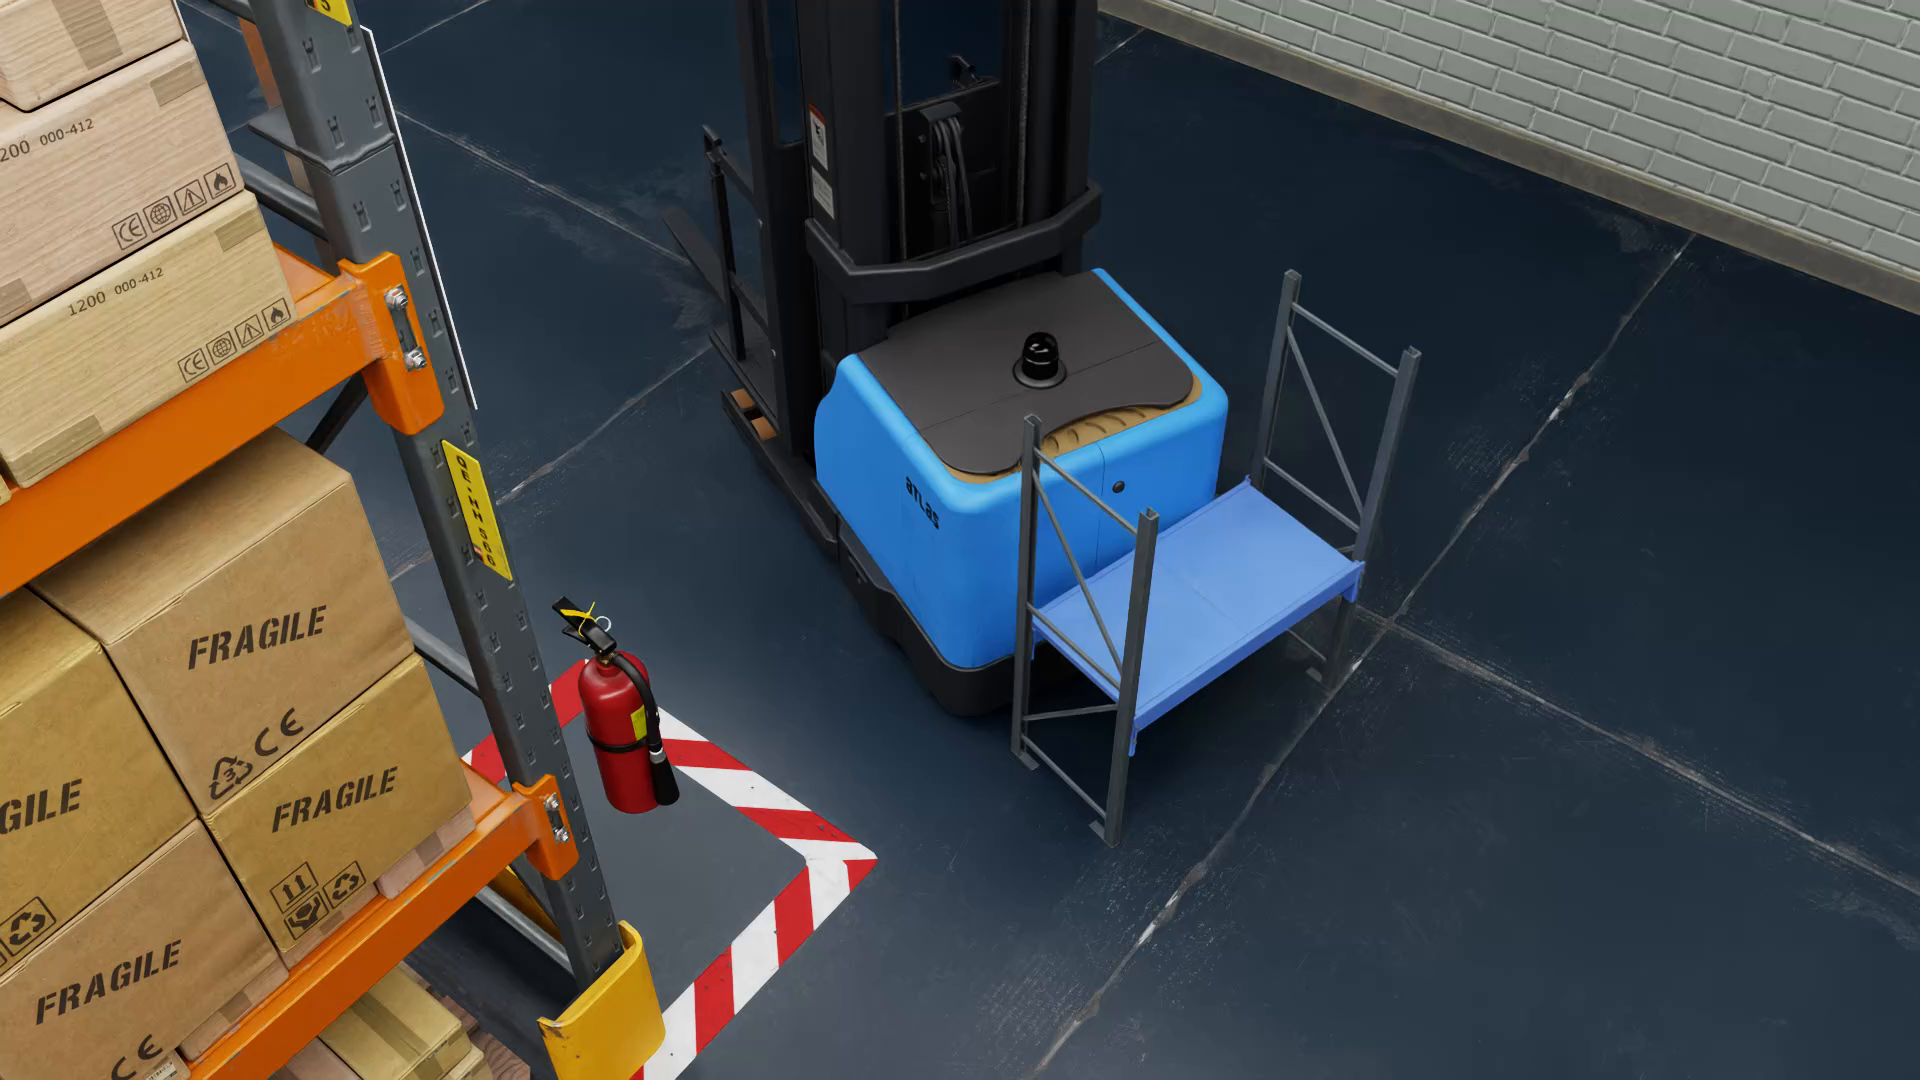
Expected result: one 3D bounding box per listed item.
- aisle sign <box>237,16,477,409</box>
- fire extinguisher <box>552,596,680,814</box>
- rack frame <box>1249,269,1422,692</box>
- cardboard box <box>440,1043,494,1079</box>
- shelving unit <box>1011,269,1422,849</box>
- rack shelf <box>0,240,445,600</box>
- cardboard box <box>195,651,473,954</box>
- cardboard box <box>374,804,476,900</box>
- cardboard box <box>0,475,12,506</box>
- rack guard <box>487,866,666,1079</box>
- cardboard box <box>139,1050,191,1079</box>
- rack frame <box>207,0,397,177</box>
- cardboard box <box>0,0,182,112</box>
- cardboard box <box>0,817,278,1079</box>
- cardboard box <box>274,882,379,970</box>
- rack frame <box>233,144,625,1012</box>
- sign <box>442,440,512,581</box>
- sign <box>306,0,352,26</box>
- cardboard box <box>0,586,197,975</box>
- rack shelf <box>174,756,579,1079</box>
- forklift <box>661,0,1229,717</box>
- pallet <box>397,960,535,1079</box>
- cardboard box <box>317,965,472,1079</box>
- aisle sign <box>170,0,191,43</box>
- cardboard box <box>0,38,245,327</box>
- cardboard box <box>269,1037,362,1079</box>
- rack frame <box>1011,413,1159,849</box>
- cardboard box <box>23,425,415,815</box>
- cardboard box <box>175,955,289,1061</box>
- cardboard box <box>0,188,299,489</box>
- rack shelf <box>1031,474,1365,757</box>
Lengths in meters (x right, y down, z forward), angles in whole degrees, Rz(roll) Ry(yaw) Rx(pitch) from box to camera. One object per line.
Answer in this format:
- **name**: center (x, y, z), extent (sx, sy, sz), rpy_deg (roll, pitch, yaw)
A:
- **aisle sign**: center (-1.074, -0.608, 2.958), extent (0.394, 0.787, 0.004), rpy_deg (29, 53, 25)
- **fire extinguisher**: center (-0.837, 0.415, 4.091), extent (0.296, 0.674, 0.183), rpy_deg (29, 53, 25)
- **rack frame**: center (1.131, -0.140, 5.347), extent (0.032, 1.500, 0.500), rpy_deg (-30, 53, -26)
- **cardboard box**: center (-1.453, 1.364, 4.348), extent (0.380, 0.149, 0.250), rpy_deg (28, 52, 24)
- **shelving unit**: center (0.736, 0.091, 5.126), extent (1.048, 1.500, 0.538), rpy_deg (-30, 53, -26)
- **rack shelf**: center (-2.579, 0.556, 2.068), extent (1.077, 0.370, 4.000), rpy_deg (29, 53, 25)
- **cardboard box**: center (-1.428, 0.433, 3.487), extent (0.500, 0.500, 0.500), rpy_deg (30, 53, 26)
- **cardboard box**: center (-1.332, 0.597, 3.779), extent (0.380, 0.149, 0.250), rpy_deg (29, 53, 25)
- **cardboard box**: center (-1.732, -0.113, 2.313), extent (0.500, 0.250, 0.500), rpy_deg (29, 53, 25)
- **rack guard**: center (-1.403, 1.106, 4.848), extent (1.175, 0.500, 0.348), rpy_deg (29, 53, 25)
- **cardboard box**: center (-1.793, 1.030, 3.366), extent (0.380, 0.149, 0.250), rpy_deg (31, 54, 26)
- **rack frame**: center (-1.357, -1.873, 1.816), extent (1.000, 3.000, 0.127), rpy_deg (29, 53, 25)
- **cardboard box**: center (-1.327, -0.775, 2.324), extent (0.380, 0.149, 0.250), rpy_deg (29, 53, 25)
- **cardboard box**: center (-1.747, 0.725, 3.208), extent (0.500, 0.500, 0.500), rpy_deg (28, 53, 24)
- **cardboard box**: center (-1.514, 0.723, 3.658), extent (0.380, 0.149, 0.250), rpy_deg (29, 53, 25)
- **rack frame**: center (-1.357, 0.199, 3.985), extent (1.000, 3.000, 0.127), rpy_deg (29, 53, 25)
- **sign**: center (-0.930, -0.053, 3.207), extent (0.100, 0.325, 0.005), rpy_deg (29, 53, 25)
- **sign**: center (-0.930, -0.886, 2.335), extent (0.100, 0.325, 0.005), rpy_deg (29, 53, 25)
- **cardboard box**: center (-1.749, 0.378, 2.848), extent (0.500, 0.500, 0.500), rpy_deg (27, 52, 24)
- **rack shelf**: center (-2.579, 1.592, 3.152), extent (1.077, 0.370, 4.000), rpy_deg (29, 53, 25)
- **forklift**: center (-0.292, -1.482, 5.639), extent (1.130, 2.935, 3.031), rpy_deg (-22, 50, -20)
- **pallet**: center (-1.928, 1.655, 4.523), extent (1.003, 0.211, 1.213), rpy_deg (29, 53, 25)
- **cardboard box**: center (-1.480, 1.248, 4.253), extent (0.380, 0.149, 0.250), rpy_deg (30, 53, 25)
- **aisle sign**: center (-1.549, -0.873, 3.212), extent (0.394, 0.787, 0.004), rpy_deg (29, 53, 25)
- **cardboard box**: center (-1.437, -0.582, 2.415), extent (0.500, 0.250, 0.500), rpy_deg (28, 52, 24)
- **cardboard box**: center (-1.679, 1.367, 4.140), extent (0.380, 0.149, 0.250), rpy_deg (30, 53, 26)
- **rack frame**: center (0.340, 0.321, 4.906), extent (0.032, 1.500, 0.500), rpy_deg (-30, 53, -26)
- **cardboard box**: center (-1.440, 0.088, 3.125), extent (0.500, 0.500, 0.500), rpy_deg (28, 52, 24)
- **cardboard box**: center (-1.655, 0.873, 3.515), extent (0.380, 0.149, 0.250), rpy_deg (29, 53, 25)
- **cardboard box**: center (-1.425, -0.408, 2.595), extent (0.500, 0.250, 0.500), rpy_deg (28, 52, 24)
- **rack shelf**: center (0.736, 0.215, 5.256), extent (1.000, 0.185, 0.538), rpy_deg (-30, 53, -26)
